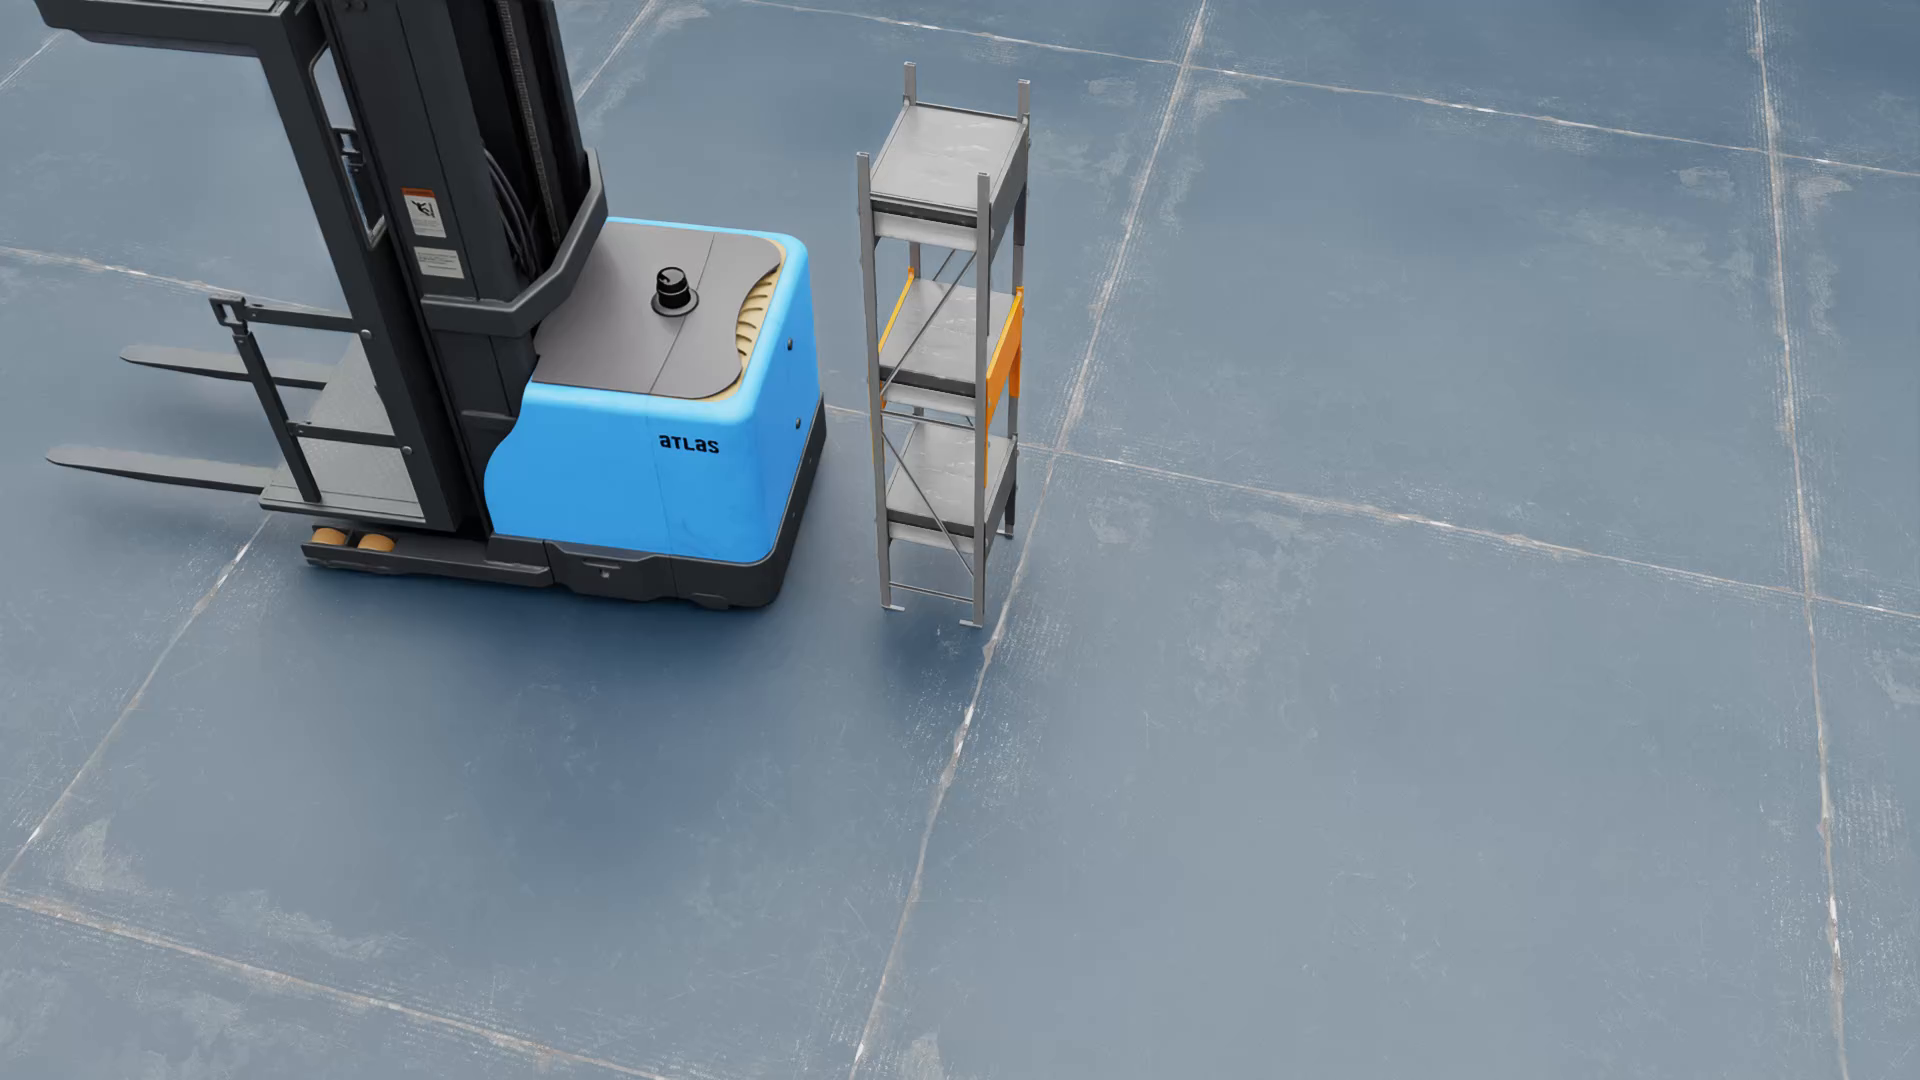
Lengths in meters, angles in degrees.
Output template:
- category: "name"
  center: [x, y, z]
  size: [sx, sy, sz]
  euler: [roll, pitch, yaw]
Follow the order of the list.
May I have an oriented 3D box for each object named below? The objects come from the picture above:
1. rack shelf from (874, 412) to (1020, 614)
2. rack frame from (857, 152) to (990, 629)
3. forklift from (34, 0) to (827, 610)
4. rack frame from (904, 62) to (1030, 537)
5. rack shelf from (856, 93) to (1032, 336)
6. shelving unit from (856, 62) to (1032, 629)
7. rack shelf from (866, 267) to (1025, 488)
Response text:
- category: "rack shelf"
  center: [-0.044, -0.103, 6.311]
  size: [0.431, 0.518, 0.480]
  euler: [12, 50, 10]
- category: "rack frame"
  center: [-0.108, -0.399, 5.620]
  size: [0.400, 2.100, 0.015]
  euler: [12, 50, 10]
- category: "forklift"
  center: [-2.121, -1.221, 5.791]
  size: [3.031, 2.935, 1.130]
  euler: [7, 49, 6]
- category: "rack frame"
  center: [0.021, -0.752, 5.932]
  size: [0.400, 2.100, 0.015]
  euler: [12, 50, 10]
- category: "rack shelf"
  center: [-0.044, -1.029, 5.261]
  size: [0.431, 0.518, 0.480]
  euler: [12, 50, 10]
- category: "shelving unit"
  center: [-0.044, -0.575, 5.776]
  size: [0.431, 2.100, 0.503]
  euler: [12, 50, 10]
- category: "rack shelf"
  center: [-0.044, -0.566, 5.786]
  size: [0.431, 0.518, 0.480]
  euler: [12, 50, 10]
